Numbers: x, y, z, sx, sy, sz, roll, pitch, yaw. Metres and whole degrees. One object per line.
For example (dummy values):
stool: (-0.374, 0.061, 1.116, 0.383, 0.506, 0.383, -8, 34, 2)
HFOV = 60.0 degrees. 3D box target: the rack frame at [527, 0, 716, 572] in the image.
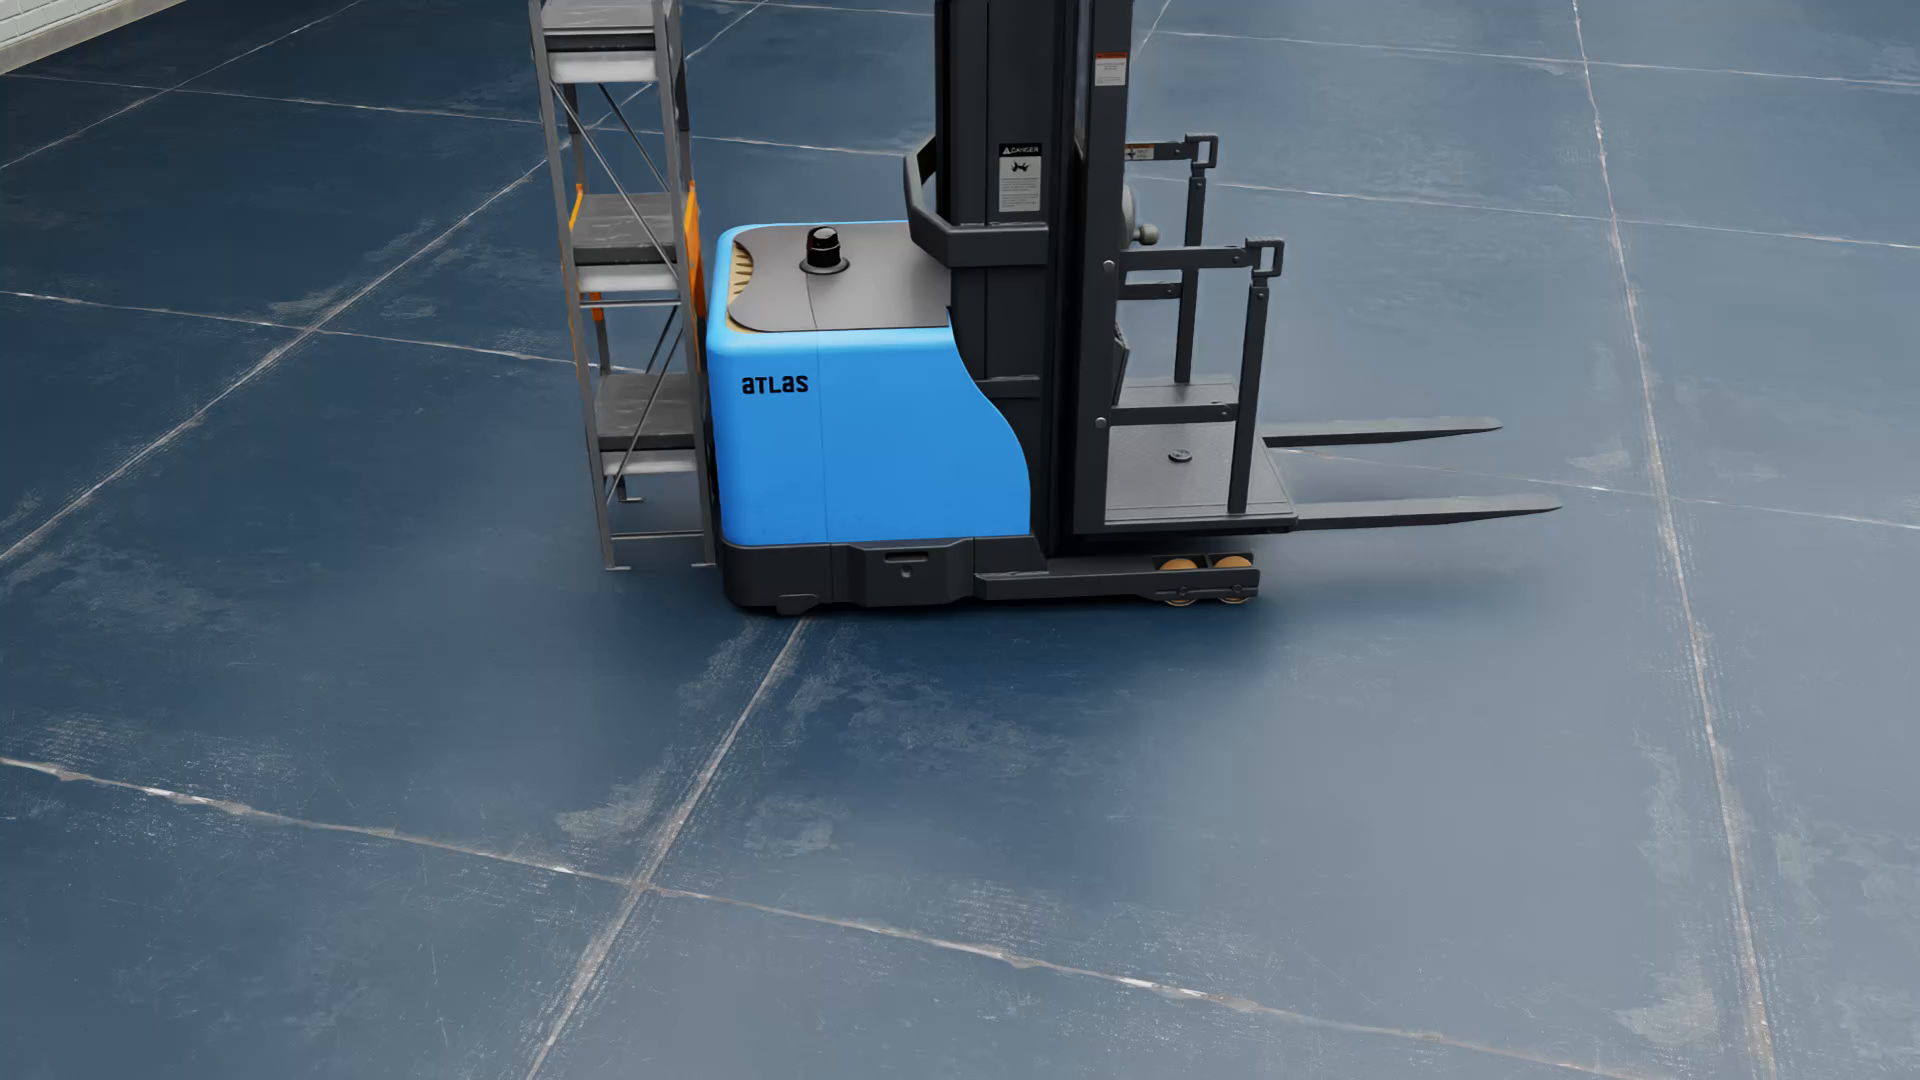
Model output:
rack frame: (-1.094, -0.781, 5.522, 0.400, 2.100, 0.015, -2, 33, -4)

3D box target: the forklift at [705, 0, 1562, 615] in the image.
forklift: (0.650, -1.285, 5.539, 3.031, 2.935, 1.130, -2, 33, -4)

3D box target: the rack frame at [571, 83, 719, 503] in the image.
rack frame: (-1.132, -1.042, 5.932, 0.400, 2.100, 0.015, -2, 33, -4)

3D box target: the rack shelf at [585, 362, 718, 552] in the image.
rack shelf: (-1.113, -0.310, 6.110, 0.431, 0.518, 0.480, -2, 33, -4)

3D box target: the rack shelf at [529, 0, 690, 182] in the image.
rack shelf: (-1.113, -1.491, 5.359, 0.431, 0.518, 0.480, -2, 33, -4)

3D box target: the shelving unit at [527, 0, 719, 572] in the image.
shelving unit: (-1.113, -0.912, 5.727, 0.431, 2.100, 0.503, -2, 33, -4)

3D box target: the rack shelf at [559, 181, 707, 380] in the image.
rack shelf: (-1.113, -0.900, 5.734, 0.431, 0.518, 0.480, -2, 33, -4)
